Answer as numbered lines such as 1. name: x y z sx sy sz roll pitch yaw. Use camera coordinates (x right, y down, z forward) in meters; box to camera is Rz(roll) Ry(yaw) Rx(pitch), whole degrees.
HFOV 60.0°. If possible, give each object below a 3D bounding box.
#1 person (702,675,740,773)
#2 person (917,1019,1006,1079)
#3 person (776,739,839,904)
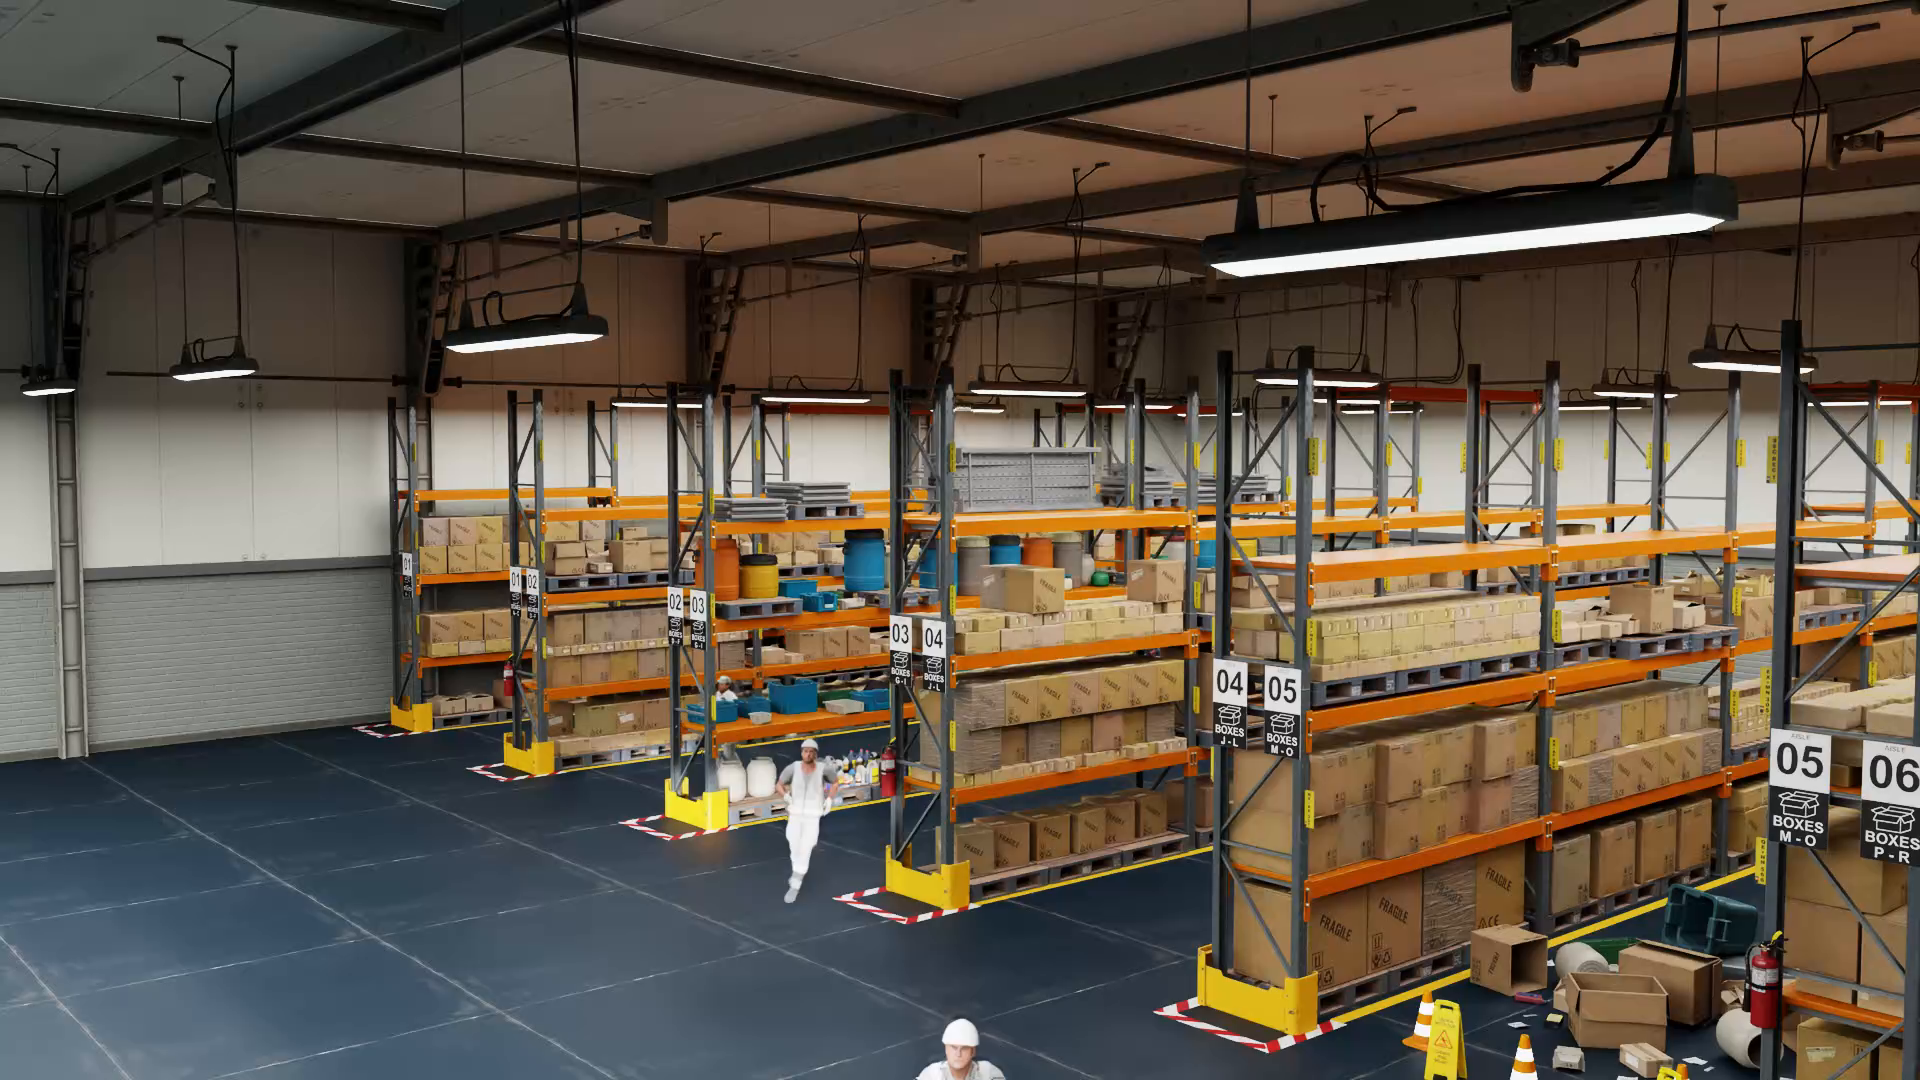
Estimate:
1. person: -3.579 2.857 25.130 0.579 1.618 0.685 3 4 37
2. person: 0.003 3.713 9.973 0.683 1.766 0.908 0 3 5
3. person: -1.760 3.153 18.979 0.688 1.796 0.892 0 3 7
